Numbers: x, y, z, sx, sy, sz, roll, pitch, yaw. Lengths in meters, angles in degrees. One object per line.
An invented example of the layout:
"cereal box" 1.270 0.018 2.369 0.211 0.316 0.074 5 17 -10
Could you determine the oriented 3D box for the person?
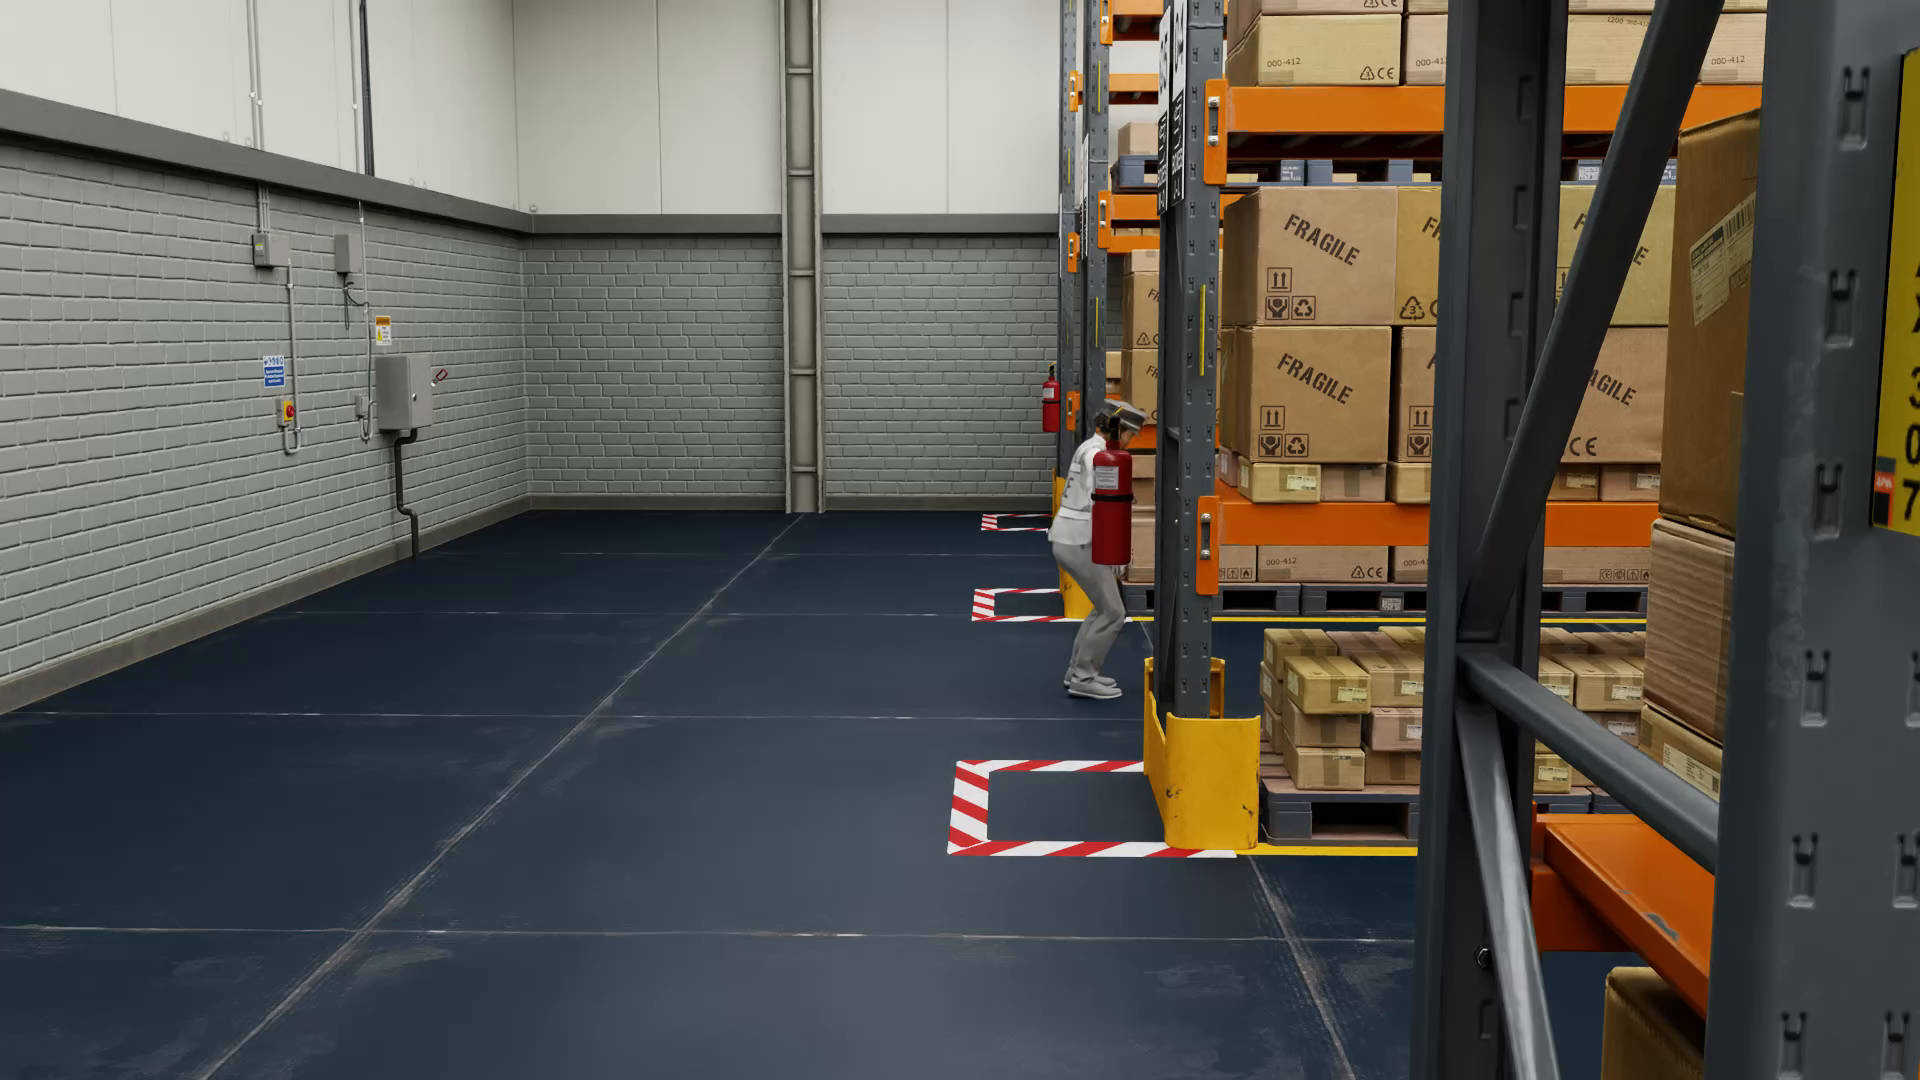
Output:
"person" 0.731 0.040 8.861 0.526 1.576 0.516 0 7 2
